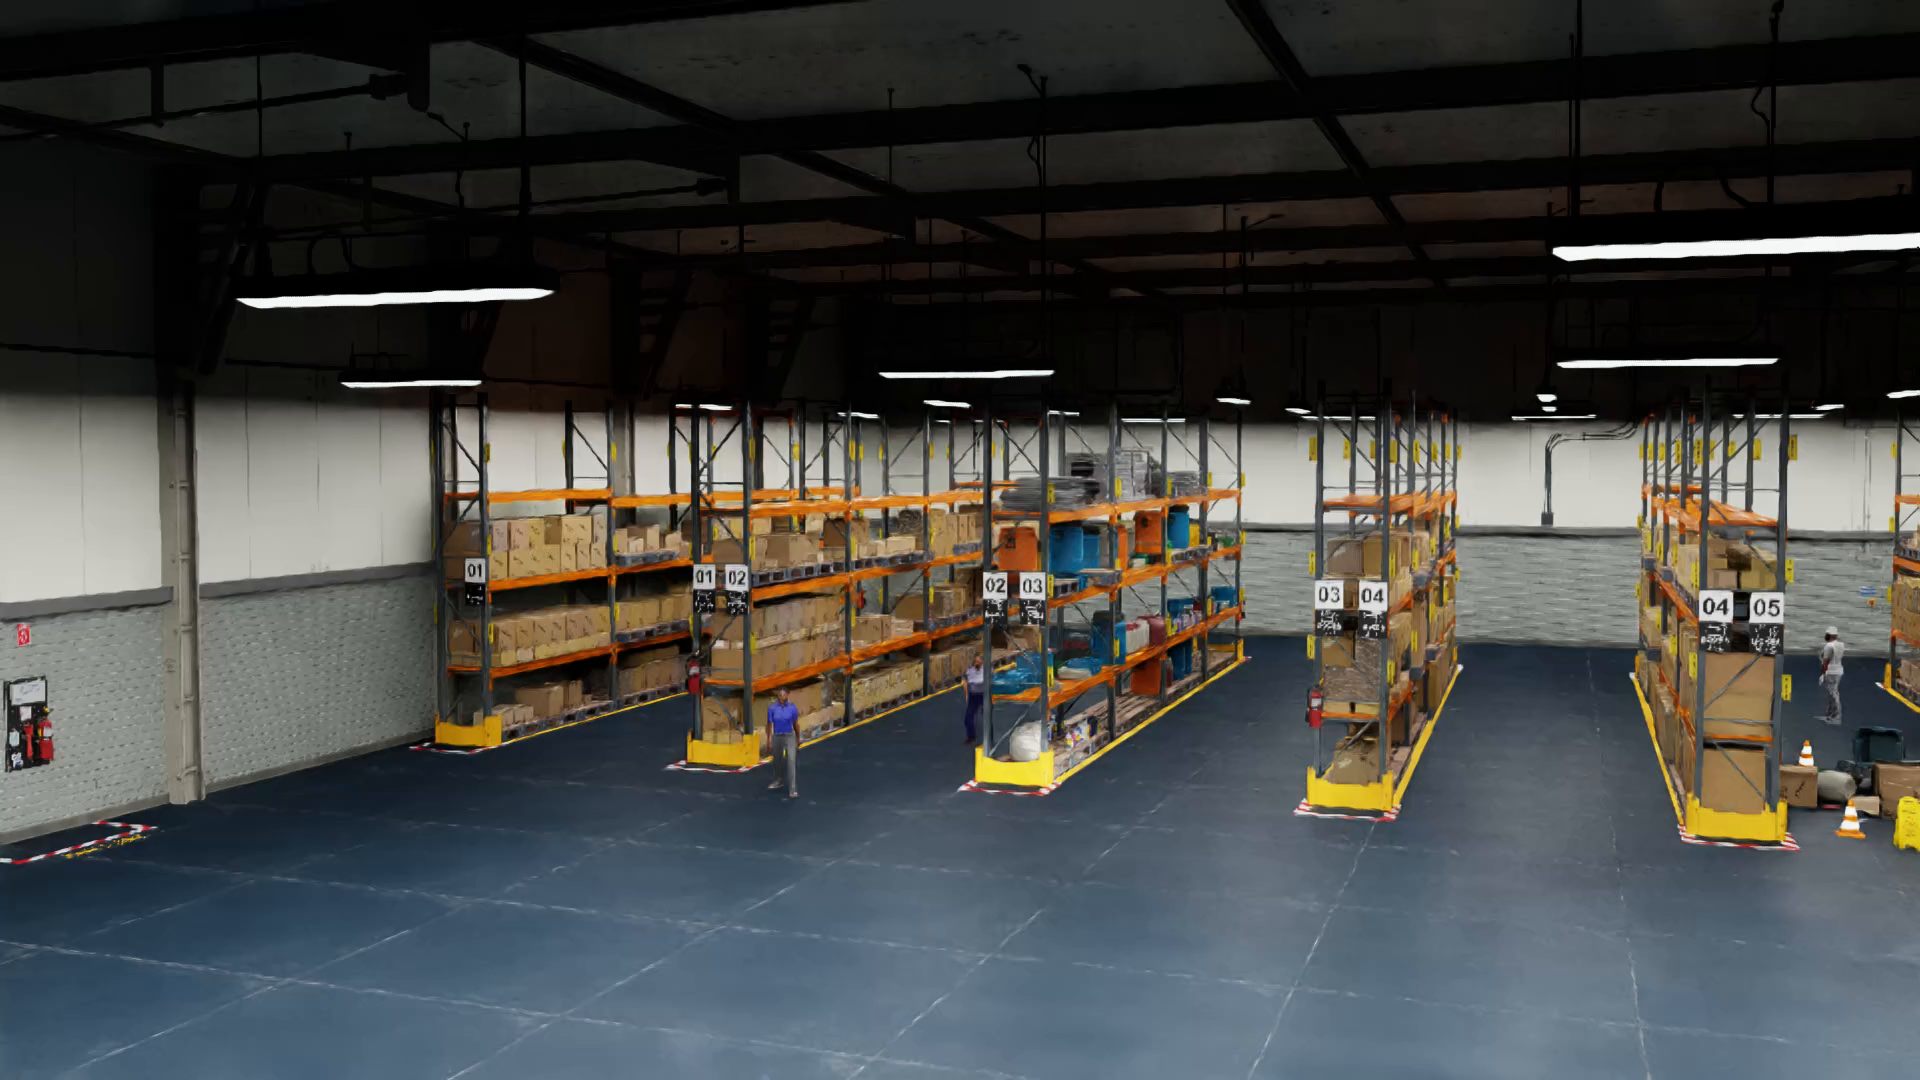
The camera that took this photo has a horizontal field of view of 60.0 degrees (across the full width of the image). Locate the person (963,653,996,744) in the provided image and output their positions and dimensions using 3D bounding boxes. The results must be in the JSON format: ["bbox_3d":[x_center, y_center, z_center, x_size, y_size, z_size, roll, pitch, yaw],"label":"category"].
[{"bbox_3d":[0.338,2.701,28.383,0.625,1.596,0.517,1,3,18],"label":"person"}]

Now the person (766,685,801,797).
[{"bbox_3d":[-2.578,2.912,24.265,0.490,1.602,0.938,0,3,-3],"label":"person"}]

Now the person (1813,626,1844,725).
[{"bbox_3d":[15.964,2.470,30.533,0.656,1.783,0.578,-3,4,-44],"label":"person"}]
